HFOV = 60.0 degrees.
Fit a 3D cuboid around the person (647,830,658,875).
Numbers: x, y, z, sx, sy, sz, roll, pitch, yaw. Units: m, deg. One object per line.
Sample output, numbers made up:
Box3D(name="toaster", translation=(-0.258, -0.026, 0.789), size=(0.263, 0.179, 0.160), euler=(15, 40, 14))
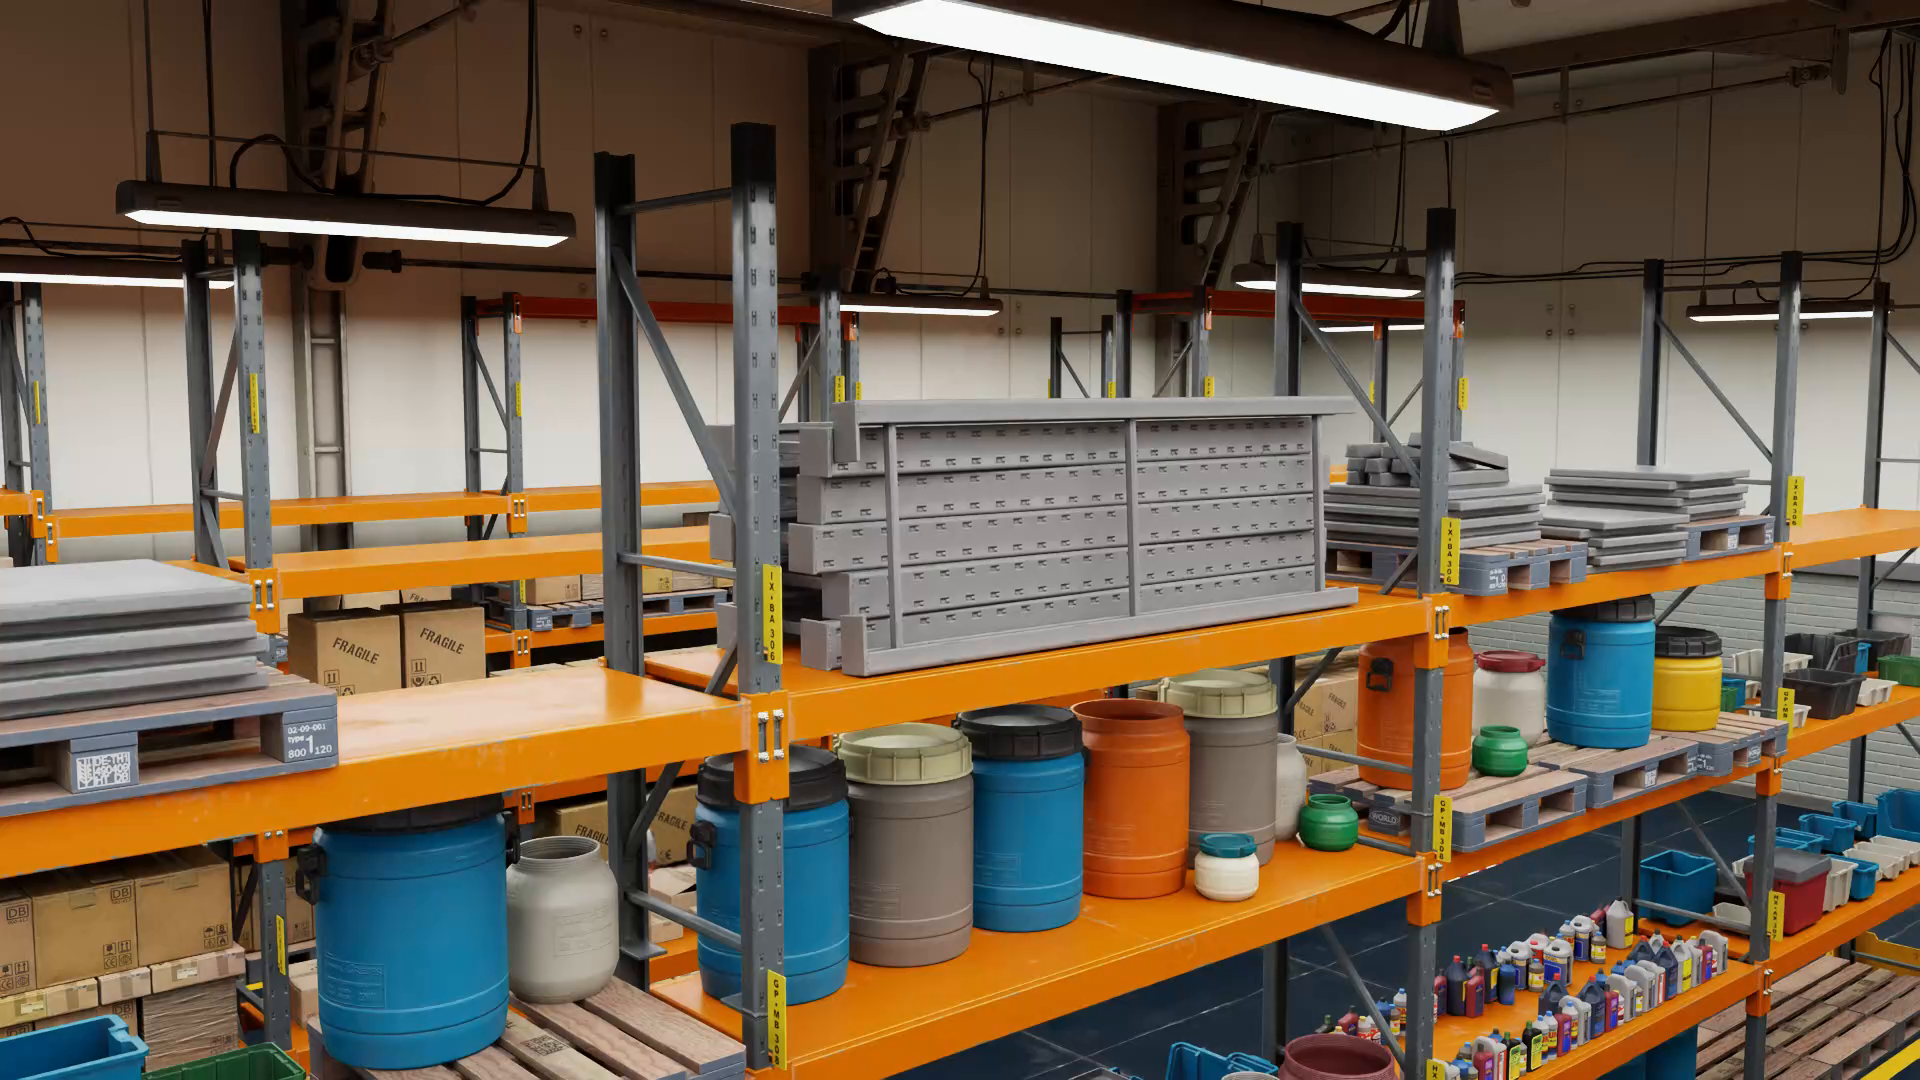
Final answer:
Box3D(name="person", translation=(-2.757, 2.981, 13.888), size=(0.605, 1.749, 0.636), euler=(-4, 7, -39))
